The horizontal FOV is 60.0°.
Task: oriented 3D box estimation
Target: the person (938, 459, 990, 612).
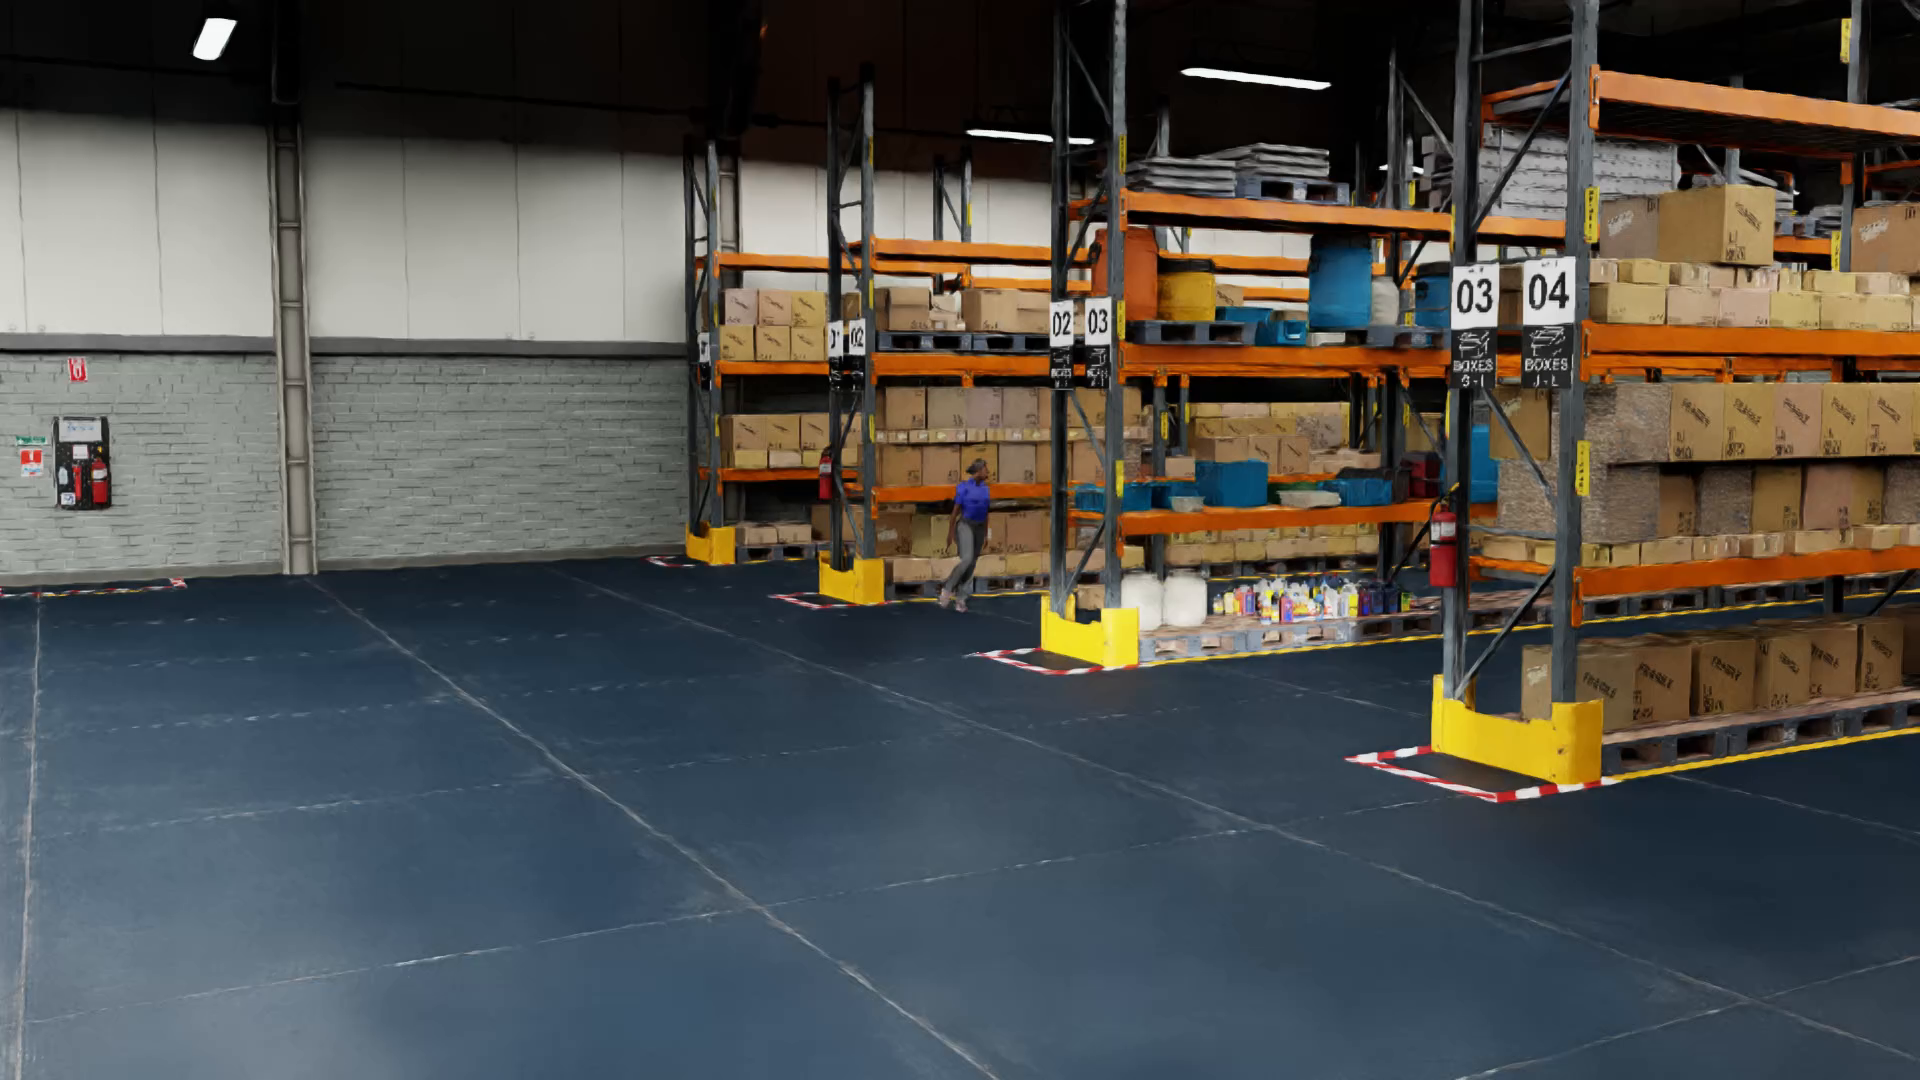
[{"bbox_3d":[0.097,-0.053,18.038,0.664,1.650,0.427,-4,6,-36],"label":"person"}]
